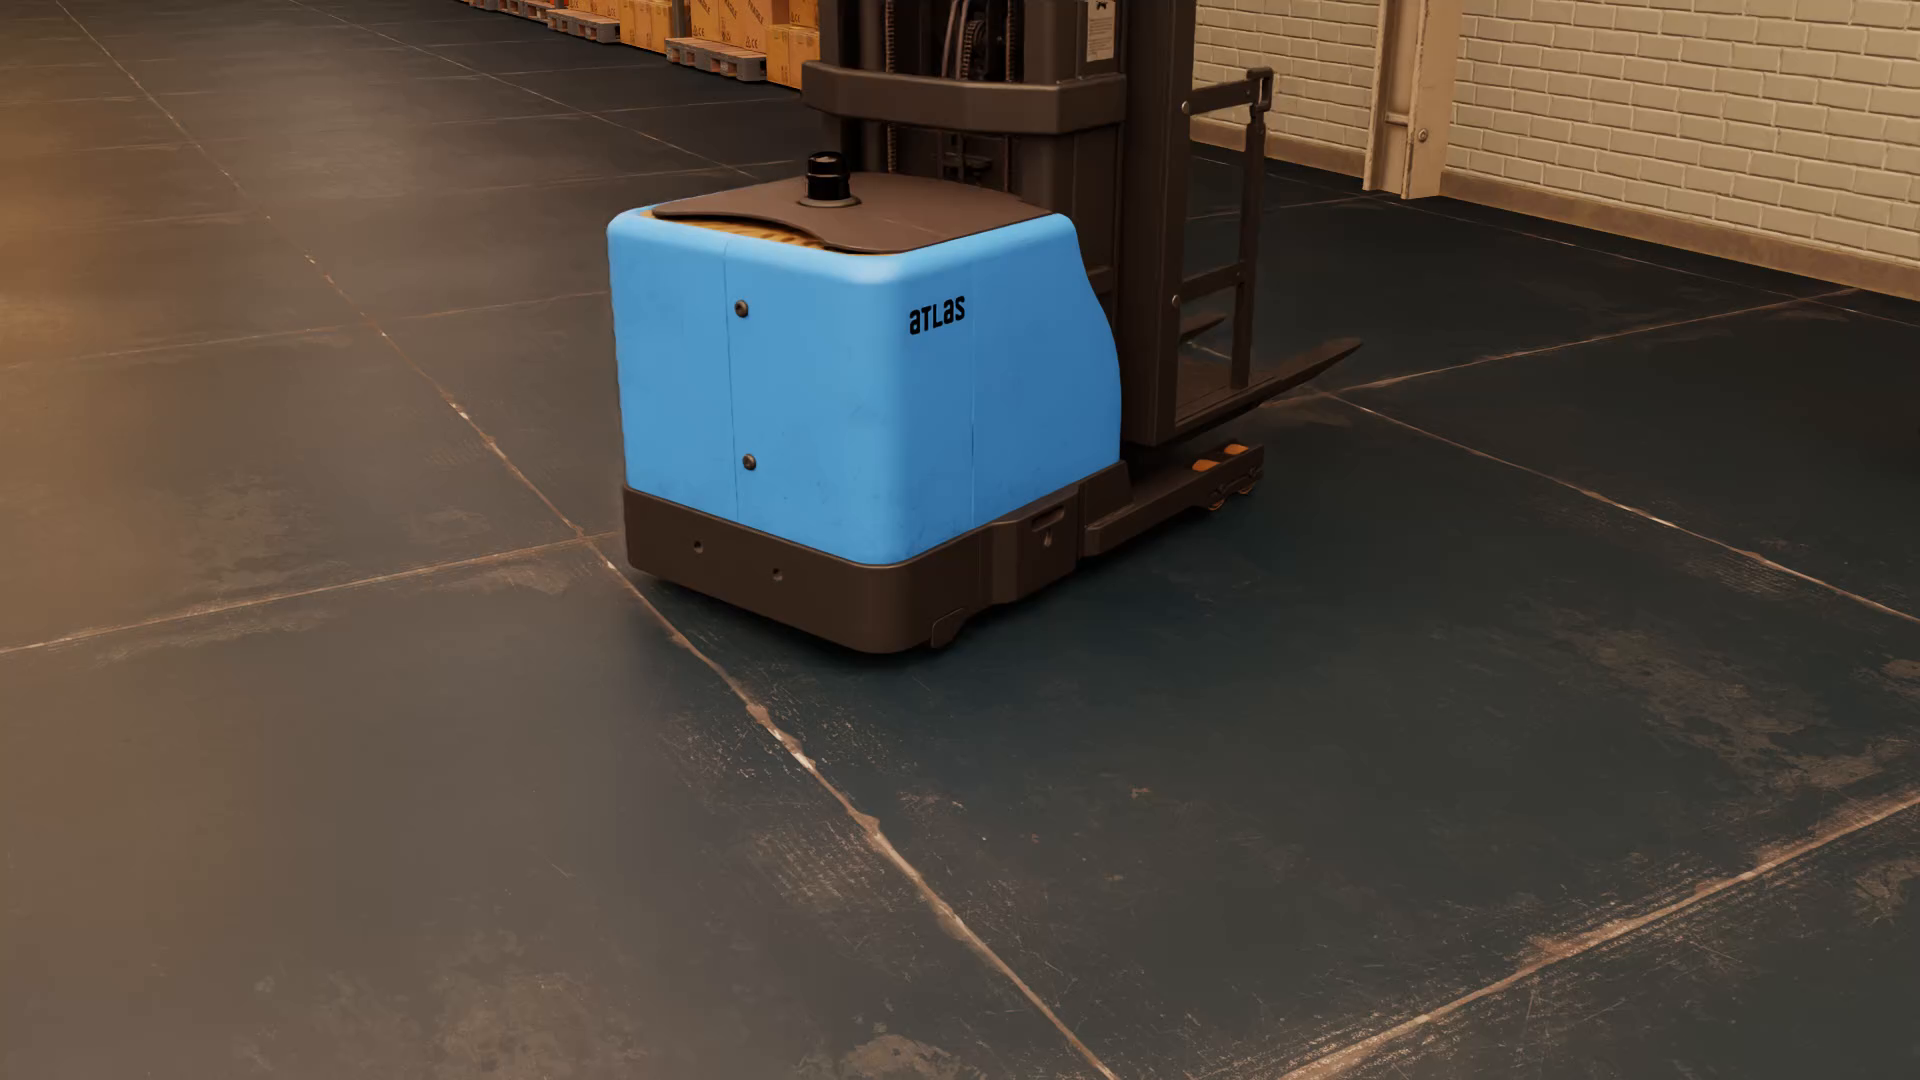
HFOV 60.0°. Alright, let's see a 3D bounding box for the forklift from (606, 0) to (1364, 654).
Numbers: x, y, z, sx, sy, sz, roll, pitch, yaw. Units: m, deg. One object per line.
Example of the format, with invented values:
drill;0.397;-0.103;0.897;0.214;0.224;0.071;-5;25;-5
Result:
forklift;0.354;-1.555;5.062;1.130;2.935;3.031;17;28;35
